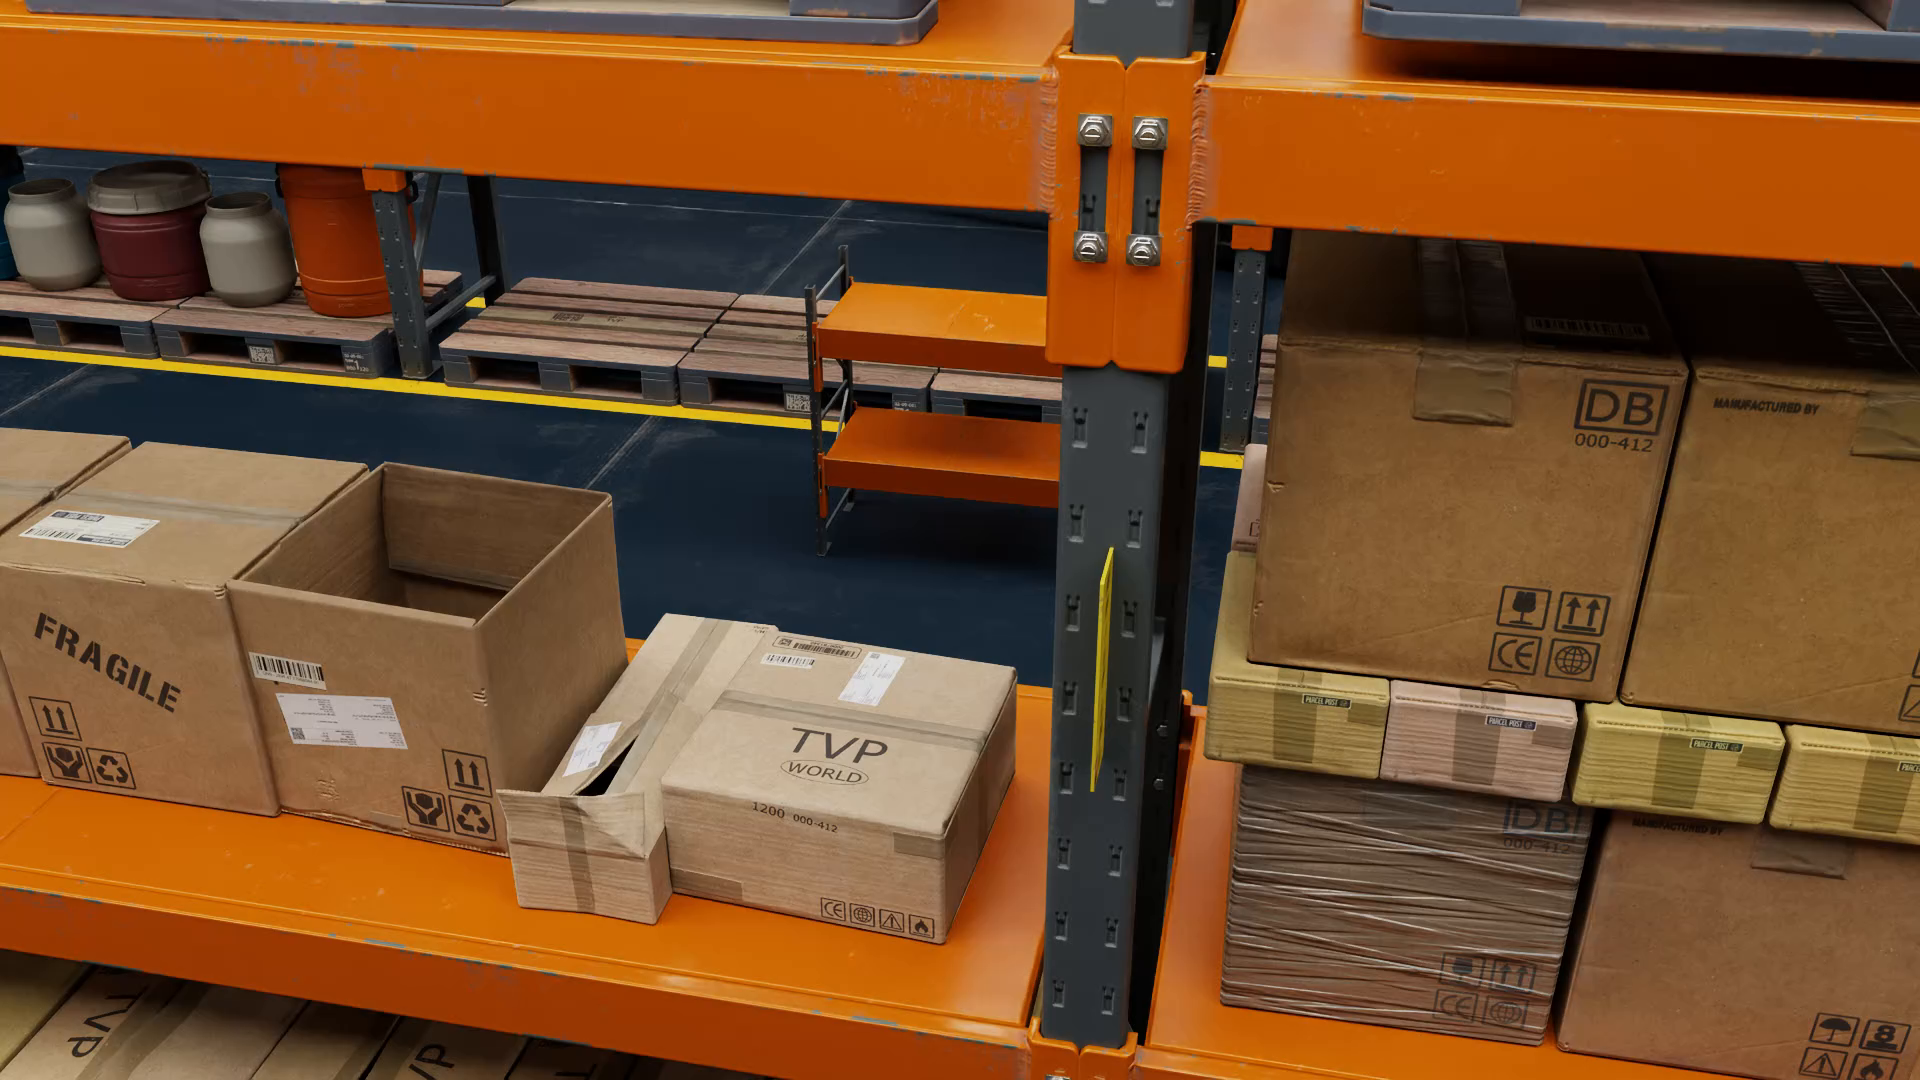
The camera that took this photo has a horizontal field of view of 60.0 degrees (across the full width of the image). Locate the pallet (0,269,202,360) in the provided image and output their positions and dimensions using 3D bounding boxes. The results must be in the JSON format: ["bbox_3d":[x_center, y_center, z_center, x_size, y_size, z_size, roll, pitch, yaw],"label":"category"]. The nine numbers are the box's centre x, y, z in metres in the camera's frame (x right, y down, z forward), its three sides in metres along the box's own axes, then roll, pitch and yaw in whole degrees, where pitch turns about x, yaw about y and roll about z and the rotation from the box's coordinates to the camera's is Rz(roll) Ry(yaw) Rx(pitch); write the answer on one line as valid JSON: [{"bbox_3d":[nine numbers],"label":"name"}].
[{"bbox_3d":[-4.552,-1.297,8.899,1.213,0.211,1.003,6,29,11],"label":"pallet"}]

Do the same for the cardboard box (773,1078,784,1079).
[{"bbox_3d":[-0.165,1.260,3.167,0.500,0.311,0.500,6,29,11],"label":"cardboard box"}]

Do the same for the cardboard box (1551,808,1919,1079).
[{"bbox_3d":[1.243,0.438,2.723,0.500,0.500,0.700,6,29,10],"label":"cardboard box"}]

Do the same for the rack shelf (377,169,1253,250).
[{"bbox_3d":[-0.627,-1.821,7.701,4.000,0.370,1.077,6,29,11],"label":"rack shelf"}]

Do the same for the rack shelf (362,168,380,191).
[{"bbox_3d":[-4.539,-2.222,8.434,4.000,0.370,1.077,6,29,11],"label":"rack shelf"}]

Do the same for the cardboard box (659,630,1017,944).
[{"bbox_3d":[-0.200,0.427,3.003,0.500,0.250,0.500,8,30,14],"label":"cardboard box"}]

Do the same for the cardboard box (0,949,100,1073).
[{"bbox_3d":[-2.156,1.056,3.539,0.500,0.311,0.500,5,29,9],"label":"cardboard box"}]

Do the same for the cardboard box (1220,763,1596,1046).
[{"bbox_3d":[0.726,0.388,2.814,0.500,0.500,0.700,5,29,9],"label":"cardboard box"}]

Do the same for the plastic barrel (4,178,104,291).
[{"bbox_3d":[-4.740,-1.599,8.700,0.421,0.512,0.421,0,29,0],"label":"plastic barrel"}]

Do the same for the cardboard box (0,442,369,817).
[{"bbox_3d":[-1.462,0.158,3.233,0.500,0.500,0.500,6,29,11],"label":"cardboard box"}]

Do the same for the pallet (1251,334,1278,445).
[{"bbox_3d":[1.977,-0.626,7.673,1.213,0.211,1.003,6,29,11],"label":"pallet"}]

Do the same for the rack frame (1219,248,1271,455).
[{"bbox_3d":[1.329,-1.936,7.162,0.127,3.000,1.000,6,29,11],"label":"rack frame"}]

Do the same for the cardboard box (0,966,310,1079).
[{"bbox_3d":[-1.654,1.107,3.445,0.500,0.311,0.500,5,29,10],"label":"cardboard box"}]

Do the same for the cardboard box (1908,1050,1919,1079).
[{"bbox_3d":[1.733,0.490,2.628,0.500,0.500,0.700,6,29,11],"label":"cardboard box"}]

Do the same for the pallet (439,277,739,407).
[{"bbox_3d":[-1.833,-1.018,8.389,1.213,0.211,1.003,6,29,11],"label":"pallet"}]

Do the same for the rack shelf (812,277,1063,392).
[{"bbox_3d":[-0.007,-0.751,6.341,1.000,0.278,0.538,6,29,11],"label":"rack shelf"}]

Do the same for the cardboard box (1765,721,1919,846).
[{"bbox_3d":[1.268,0.255,2.380,0.250,0.149,0.380,6,29,10],"label":"cardboard box"}]

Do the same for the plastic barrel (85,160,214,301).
[{"bbox_3d":[-4.169,-1.618,8.655,0.708,0.588,0.600,6,29,11],"label":"plastic barrel"}]

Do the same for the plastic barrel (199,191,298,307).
[{"bbox_3d":[-3.636,-1.486,8.493,0.421,0.512,0.421,0,29,0],"label":"plastic barrel"}]

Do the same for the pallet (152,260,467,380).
[{"bbox_3d":[-3.363,-1.173,8.673,1.213,0.211,1.003,6,29,11],"label":"pallet"}]

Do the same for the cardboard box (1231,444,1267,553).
[{"bbox_3d":[0.601,-0.012,2.868,0.250,0.149,0.380,6,29,11],"label":"cardboard box"}]

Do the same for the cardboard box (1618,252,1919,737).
[{"bbox_3d":[1.220,-0.131,2.411,0.500,0.500,0.700,6,29,10],"label":"cardboard box"}]

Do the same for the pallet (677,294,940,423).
[{"bbox_3d":[-0.644,-0.894,8.164,1.213,0.211,1.003,6,29,11],"label":"pallet"}]

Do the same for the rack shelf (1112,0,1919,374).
[{"bbox_3d":[2.247,-0.410,2.000,4.000,0.370,1.077,6,29,11],"label":"rack shelf"}]

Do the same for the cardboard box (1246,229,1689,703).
[{"bbox_3d":[0.726,-0.181,2.502,0.500,0.500,0.700,6,29,11],"label":"cardboard box"}]

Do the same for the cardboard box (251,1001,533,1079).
[{"bbox_3d":[-1.163,1.160,3.350,0.500,0.311,0.500,6,29,10],"label":"cardboard box"}]

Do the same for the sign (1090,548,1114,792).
[{"bbox_3d":[0.187,0.173,2.188,0.005,0.325,0.100,6,29,11],"label":"sign"}]

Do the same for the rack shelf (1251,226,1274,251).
[{"bbox_3d":[3.285,-1.420,6.969,4.000,0.370,1.077,6,29,11],"label":"rack shelf"}]

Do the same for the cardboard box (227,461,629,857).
[{"bbox_3d":[-0.972,0.209,3.141,0.500,0.500,0.500,8,30,14],"label":"cardboard box"}]

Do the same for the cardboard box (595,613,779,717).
[{"bbox_3d":[-0.533,0.315,3.312,0.250,0.149,0.380,6,29,11],"label":"cardboard box"}]

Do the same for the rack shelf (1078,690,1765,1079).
[{"bbox_3d":[2.247,0.906,2.720,4.000,0.370,1.077,6,29,11],"label":"rack shelf"}]

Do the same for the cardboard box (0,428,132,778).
[{"bbox_3d":[-1.977,0.106,3.329,0.500,0.500,0.500,4,29,8],"label":"cardboard box"}]

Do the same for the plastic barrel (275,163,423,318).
[{"bbox_3d":[-3.065,-1.610,8.390,0.708,0.830,0.600,6,29,11],"label":"plastic barrel"}]

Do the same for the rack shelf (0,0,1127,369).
[{"bbox_3d":[-1.665,-0.811,2.733,4.000,0.370,1.077,6,29,11],"label":"rack shelf"}]

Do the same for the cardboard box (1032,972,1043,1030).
[{"bbox_3d":[-0.061,1.008,3.628,0.500,0.311,0.500,6,29,11],"label":"cardboard box"}]

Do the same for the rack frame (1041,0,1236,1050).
[{"bbox_3d":[0.290,0.392,2.911,0.053,2.616,0.949,6,29,11],"label":"rack frame"}]

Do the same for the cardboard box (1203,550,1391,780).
[{"bbox_3d":[0.513,0.180,2.519,0.250,0.149,0.380,6,29,10],"label":"cardboard box"}]

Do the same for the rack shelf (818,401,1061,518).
[{"bbox_3d":[-0.007,-0.280,6.599,1.000,0.278,0.538,6,29,11],"label":"rack shelf"}]

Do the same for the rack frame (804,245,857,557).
[{"bbox_3d":[-0.504,-0.545,6.574,0.032,1.125,0.500,6,29,11],"label":"rack frame"}]

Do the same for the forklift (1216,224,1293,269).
[{"bbox_3d":[1.390,-3.160,9.470,3.031,2.935,1.130,13,31,23],"label":"forklift"}]

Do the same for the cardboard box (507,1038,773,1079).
[{"bbox_3d":[-0.675,1.211,3.257,0.500,0.311,0.500,7,29,12],"label":"cardboard box"}]

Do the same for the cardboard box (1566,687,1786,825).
[{"bbox_3d":[1.011,0.230,2.427,0.250,0.149,0.380,5,29,9],"label":"cardboard box"}]

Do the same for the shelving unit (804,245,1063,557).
[{"bbox_3d":[-0.007,-0.494,6.481,1.048,1.125,0.538,6,29,11],"label":"shelving unit"}]

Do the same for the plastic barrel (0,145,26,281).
[{"bbox_3d":[-5.274,-1.868,8.787,0.708,0.901,0.600,6,29,11],"label":"plastic barrel"}]

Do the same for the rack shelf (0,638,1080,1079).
[{"bbox_3d":[-1.665,0.505,3.453,4.000,0.370,1.077,6,29,11],"label":"rack shelf"}]

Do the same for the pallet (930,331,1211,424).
[{"bbox_3d":[0.553,-0.773,7.942,1.213,0.211,1.003,6,29,11],"label":"pallet"}]

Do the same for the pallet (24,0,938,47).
[{"bbox_3d":[-0.575,-0.924,2.390,1.217,0.209,0.805,5,29,9],"label":"pallet"}]

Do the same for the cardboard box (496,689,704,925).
[{"bbox_3d":[-0.607,0.447,2.950,0.258,0.266,0.396,5,29,9],"label":"cardboard box"}]

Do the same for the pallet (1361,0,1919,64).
[{"bbox_3d":[1.130,-0.813,2.081,1.213,0.211,1.003,6,29,11],"label":"pallet"}]

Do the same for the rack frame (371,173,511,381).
[{"bbox_3d":[-2.583,-2.337,7.895,0.127,3.000,1.000,6,29,11],"label":"rack frame"}]

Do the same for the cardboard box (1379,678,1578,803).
[{"bbox_3d":[0.759,0.205,2.473,0.250,0.149,0.380,6,29,11],"label":"cardboard box"}]
